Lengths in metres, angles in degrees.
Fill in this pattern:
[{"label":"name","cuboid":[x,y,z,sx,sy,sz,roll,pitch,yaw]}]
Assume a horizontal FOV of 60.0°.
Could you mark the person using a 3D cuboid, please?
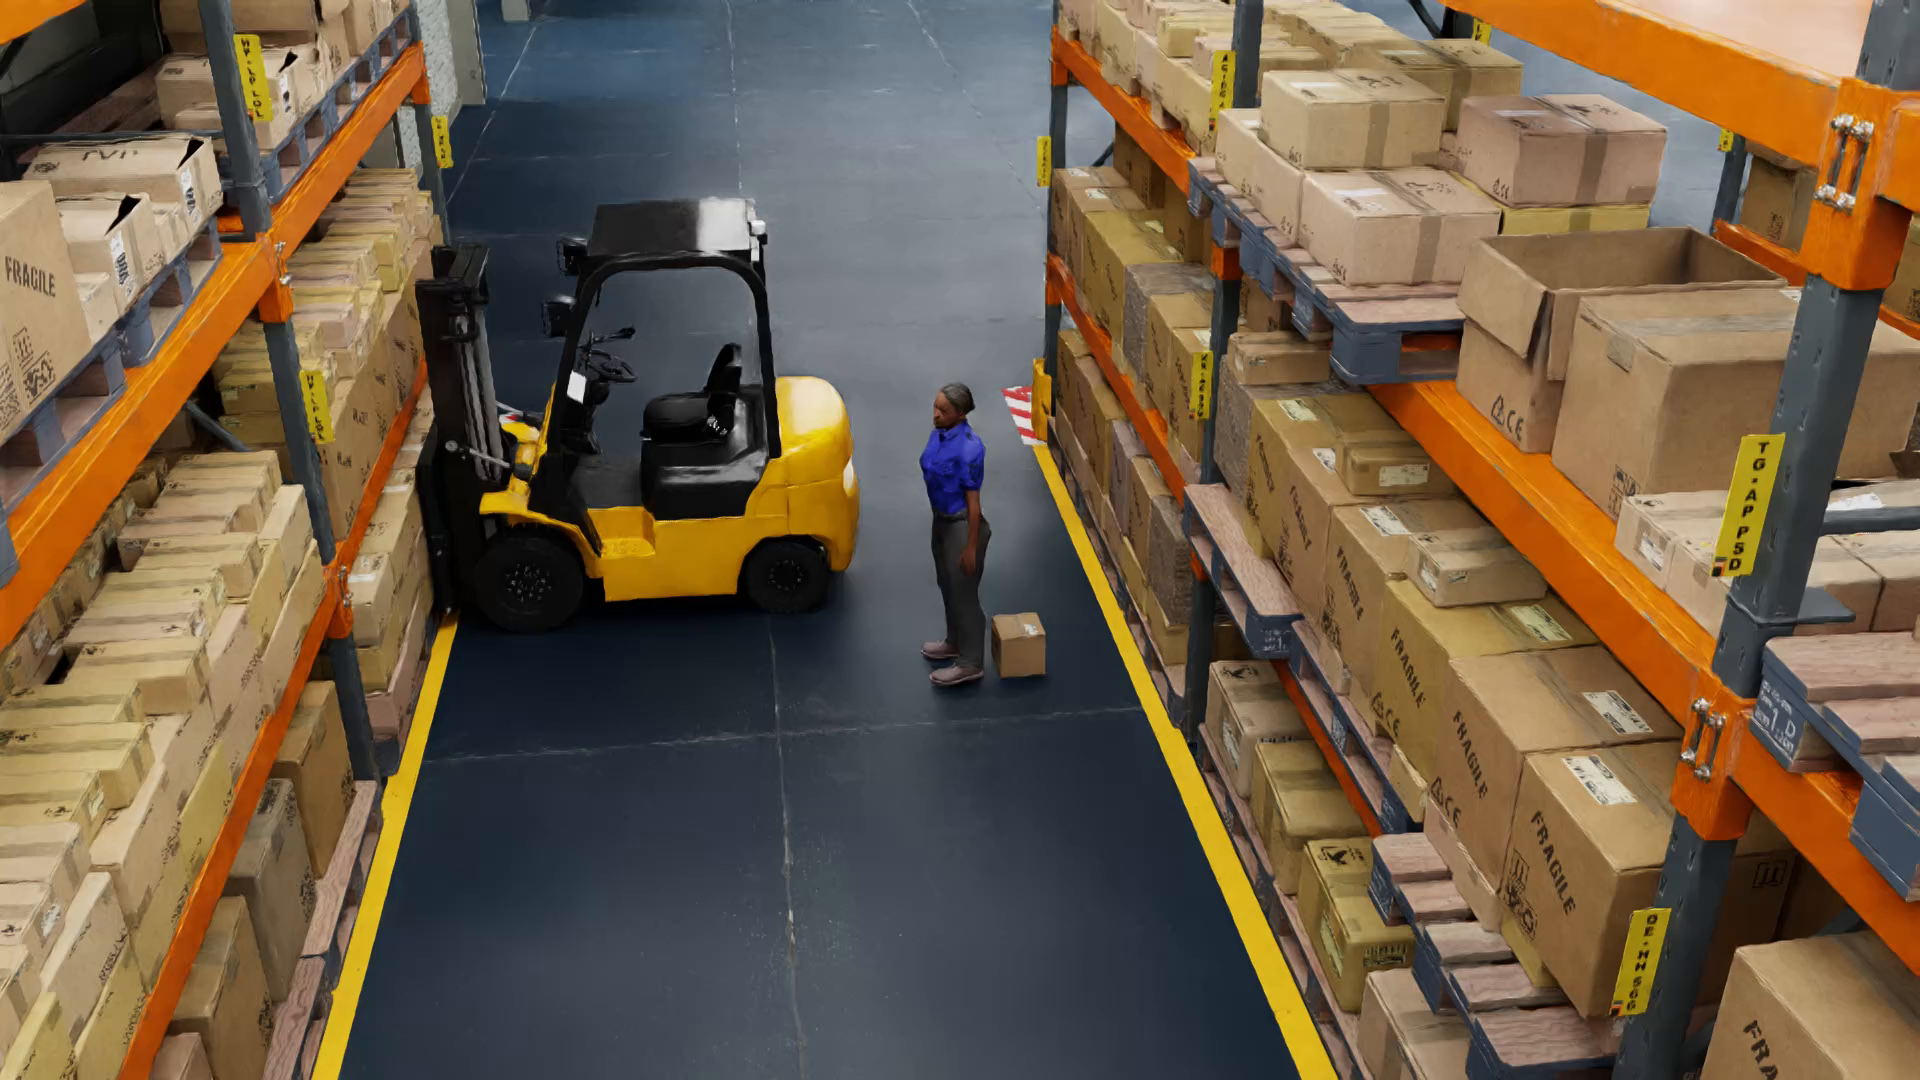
[{"label":"person","cuboid":[-0.040,-0.037,8.662,0.345,1.656,0.558,-11,29,-21]}]
